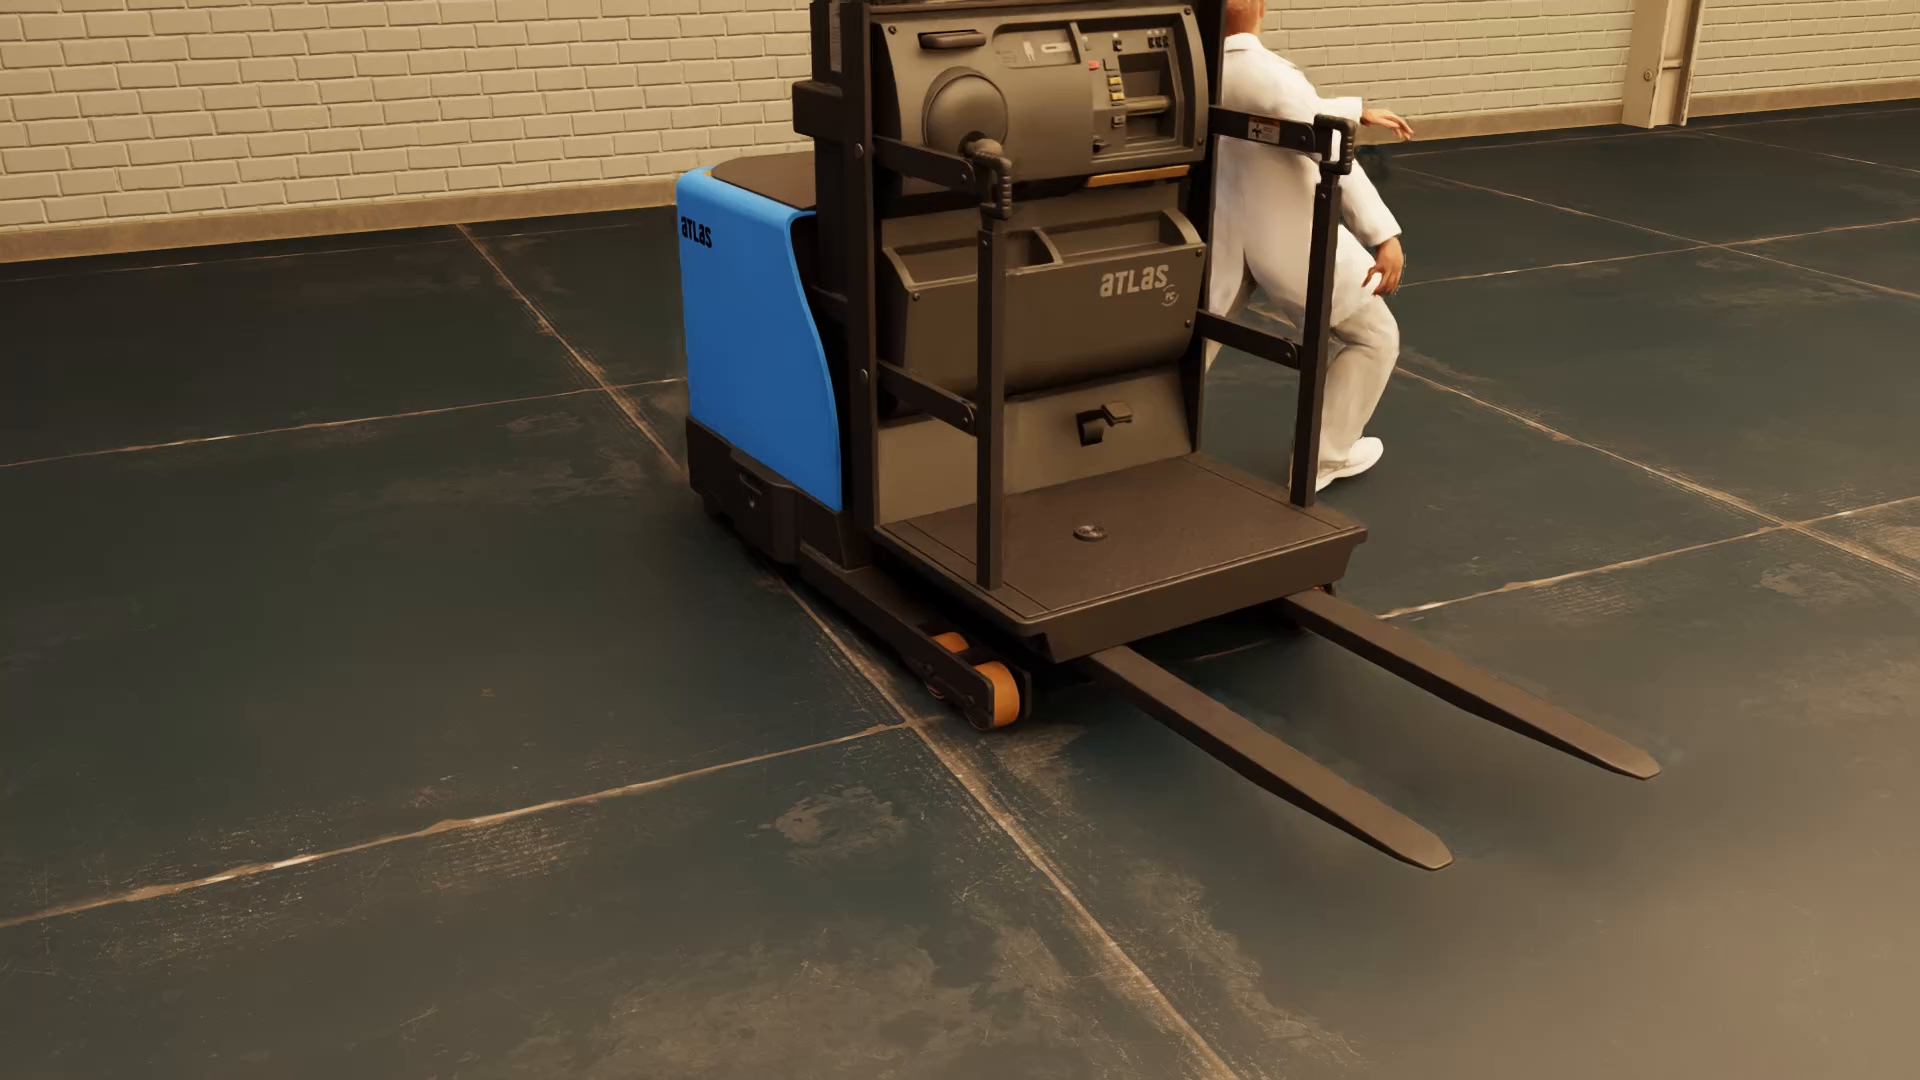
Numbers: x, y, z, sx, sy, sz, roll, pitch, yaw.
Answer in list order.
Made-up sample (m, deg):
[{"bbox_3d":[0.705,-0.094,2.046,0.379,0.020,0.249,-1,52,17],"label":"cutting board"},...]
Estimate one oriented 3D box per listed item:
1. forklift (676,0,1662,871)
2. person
[{"bbox_3d":[0.344,-1.099,3.933,1.130,2.935,3.031,-14,26,-30],"label":"forklift"},{"bbox_3d":[1.035,-0.933,5.218,0.911,1.631,0.822,-20,30,-39],"label":"person"}]
